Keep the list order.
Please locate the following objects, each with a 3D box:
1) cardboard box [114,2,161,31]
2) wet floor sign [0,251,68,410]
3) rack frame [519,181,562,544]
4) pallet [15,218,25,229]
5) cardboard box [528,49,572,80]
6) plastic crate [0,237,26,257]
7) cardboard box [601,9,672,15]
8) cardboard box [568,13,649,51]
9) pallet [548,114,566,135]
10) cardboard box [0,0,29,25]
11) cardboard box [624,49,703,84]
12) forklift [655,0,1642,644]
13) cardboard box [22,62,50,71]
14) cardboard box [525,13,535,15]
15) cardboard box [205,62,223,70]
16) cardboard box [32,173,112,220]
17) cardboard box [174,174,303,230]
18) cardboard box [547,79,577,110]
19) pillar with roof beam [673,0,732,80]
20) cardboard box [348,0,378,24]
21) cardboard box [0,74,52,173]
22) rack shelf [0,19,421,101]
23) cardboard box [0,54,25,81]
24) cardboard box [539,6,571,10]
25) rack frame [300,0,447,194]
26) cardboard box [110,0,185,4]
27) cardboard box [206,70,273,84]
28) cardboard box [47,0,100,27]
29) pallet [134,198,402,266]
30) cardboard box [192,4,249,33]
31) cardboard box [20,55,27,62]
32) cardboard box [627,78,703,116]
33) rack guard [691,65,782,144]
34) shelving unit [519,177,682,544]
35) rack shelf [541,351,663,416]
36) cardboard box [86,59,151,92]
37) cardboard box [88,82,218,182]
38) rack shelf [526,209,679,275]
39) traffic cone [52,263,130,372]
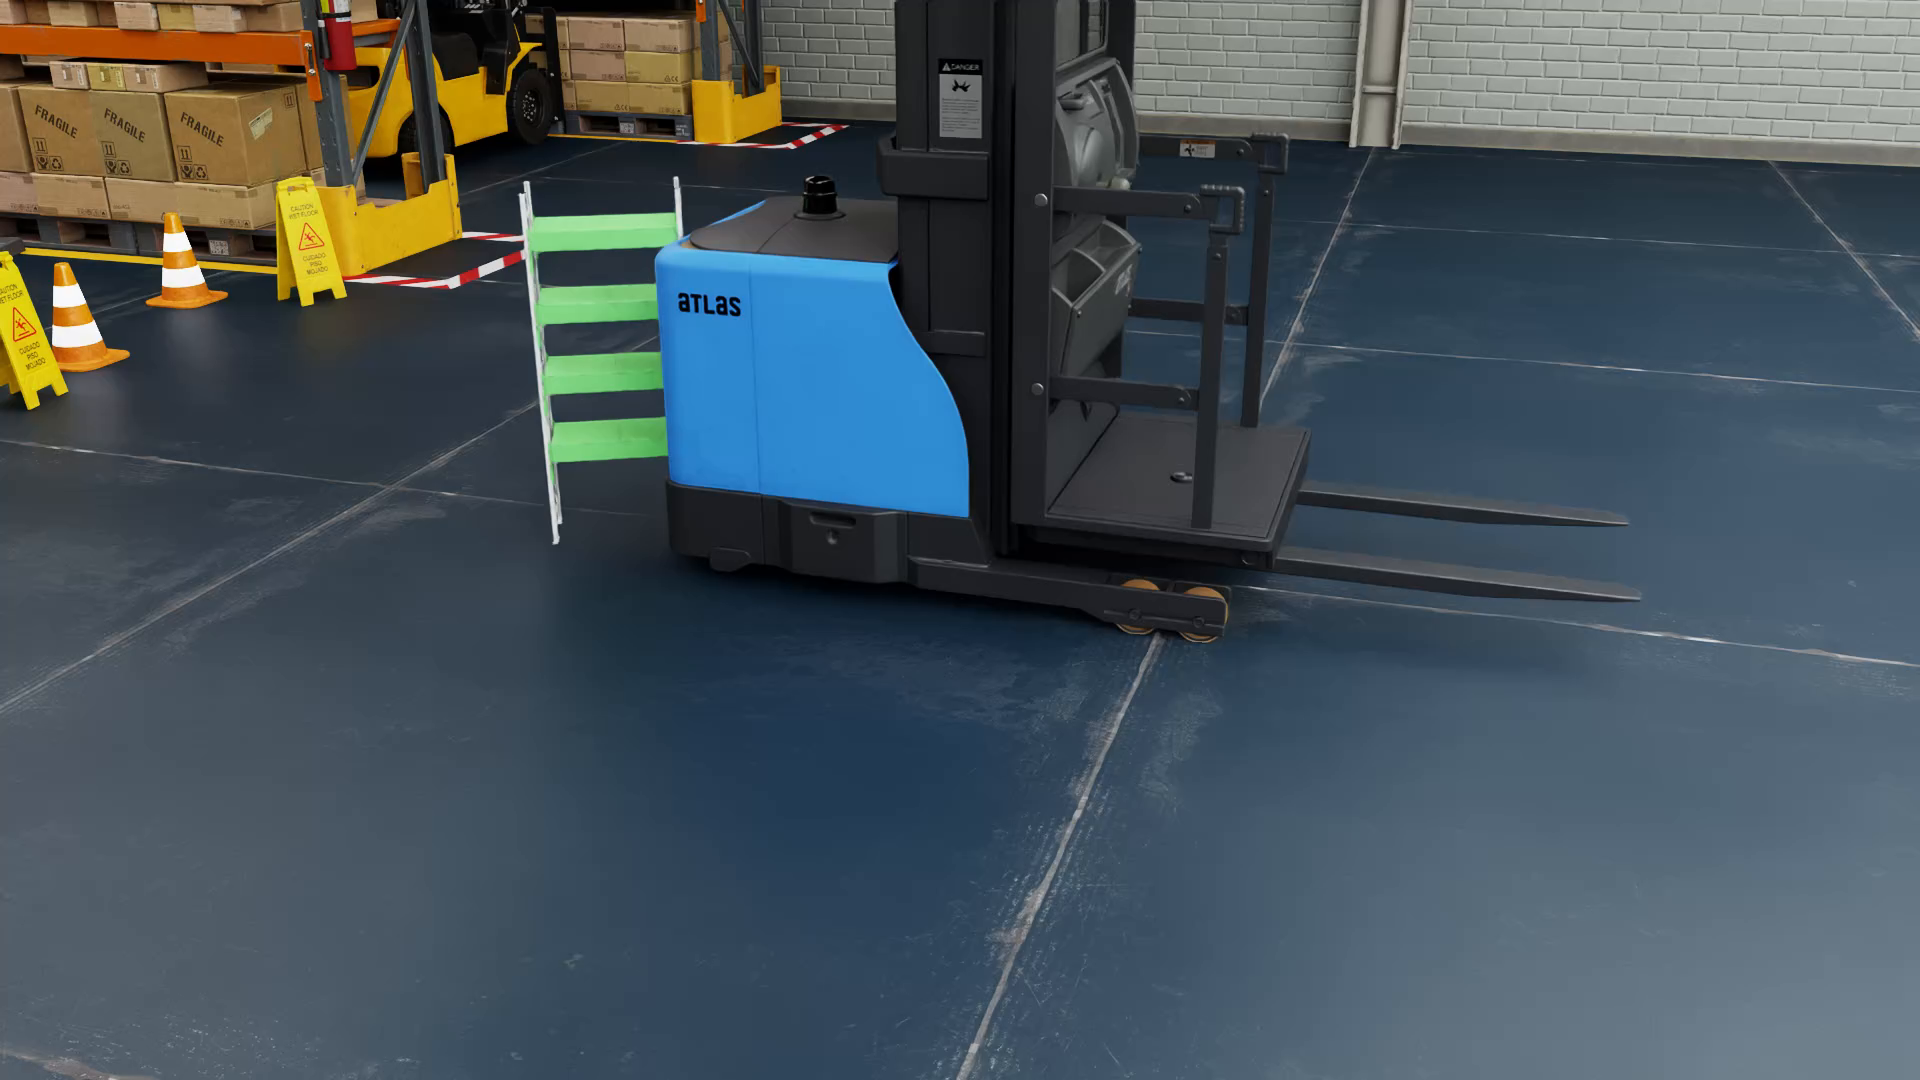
[{"bbox_3d":[-4.539,-2.981,9.415,0.250,0.149,0.380,7,23,16],"label":"cardboard box"},{"bbox_3d":[-4.083,-0.911,7.140,0.232,0.644,0.267,3,22,6],"label":"wet floor sign"},{"bbox_3d":[-1.413,-0.587,5.620,0.015,1.200,0.240,-4,23,-9],"label":"rack frame"},{"bbox_3d":[-6.526,-2.181,10.808,1.213,0.211,1.003,7,23,16],"label":"pallet"},{"bbox_3d":[-3.453,-4.098,14.219,0.500,0.250,0.500,6,23,14],"label":"cardboard box"},{"bbox_3d":[-5.913,-1.711,9.835,0.583,0.080,0.402,-1,22,-3],"label":"plastic crate"},{"bbox_3d":[-2.805,-4.457,14.435,0.500,0.250,0.500,7,23,16],"label":"cardboard box"},{"bbox_3d":[-2.941,-4.273,13.986,0.500,0.250,0.500,7,23,16],"label":"cardboard box"},{"bbox_3d":[-3.828,-3.810,14.780,1.213,0.211,1.003,7,23,15],"label":"pallet"},{"bbox_3d":[-5.499,-3.103,9.714,0.250,0.149,0.380,6,23,15],"label":"cardboard box"},{"bbox_3d":[-2.476,-3.990,13.956,0.500,0.250,0.500,6,23,15],"label":"cardboard box"},{"bbox_3d":[0.608,-1.270,5.005,3.031,2.935,1.130,7,23,16],"label":"forklift"},{"bbox_3d":[-6.048,-2.778,10.672,0.500,0.500,0.500,7,23,16],"label":"cardboard box"},{"bbox_3d":[-3.910,-4.383,14.254,0.500,0.250,0.500,6,23,14],"label":"cardboard box"},{"bbox_3d":[-6.993,-4.572,15.539,0.625,0.625,0.875,6,23,15],"label":"cardboard box"},{"bbox_3d":[-5.198,-2.121,10.058,0.500,0.250,0.500,6,23,14],"label":"cardboard box"},{"bbox_3d":[-4.225,-2.009,9.784,0.500,0.250,0.500,6,23,15],"label":"cardboard box"},{"bbox_3d":[-3.411,-3.872,14.327,0.500,0.250,0.500,7,23,16],"label":"cardboard box"},{"bbox_3d":[-3.570,-6.512,9.788,0.400,9.000,9.100,7,23,16],"label":"pillar with roof beam"},{"bbox_3d":[-3.615,-3.089,9.680,0.250,0.149,0.380,7,23,16],"label":"cardboard box"},{"bbox_3d":[-5.681,-2.526,10.057,0.500,0.500,0.500,8,24,18],"label":"cardboard box"},{"bbox_3d":[-5.265,-2.980,10.029,4.000,0.370,1.077,7,23,16],"label":"rack shelf"},{"bbox_3d":[-5.839,-2.818,9.915,0.250,0.149,0.380,8,24,19],"label":"cardboard box"},{"bbox_3d":[-3.769,-4.574,14.721,0.500,0.250,0.500,6,23,14],"label":"cardboard box"},{"bbox_3d":[-3.350,-3.093,9.358,0.127,3.000,1.000,7,23,16],"label":"rack frame"},{"bbox_3d":[-4.427,-3.293,9.322,0.500,0.500,0.500,7,23,16],"label":"cardboard box"},{"bbox_3d":[-4.567,-2.609,10.260,0.500,0.500,0.500,6,23,14],"label":"cardboard box"},{"bbox_3d":[-5.015,-3.055,9.596,0.250,0.149,0.380,6,23,15],"label":"cardboard box"},{"bbox_3d":[-4.190,-1.913,10.156,1.213,0.211,1.003,7,23,16],"label":"pallet"},{"bbox_3d":[-4.044,-2.928,9.286,0.250,0.149,0.380,6,23,15],"label":"cardboard box"},{"bbox_3d":[-8.986,-4.796,16.086,0.625,0.625,0.875,7,23,17],"label":"cardboard box"},{"bbox_3d":[-2.461,-3.756,14.044,0.500,0.250,0.500,7,23,16],"label":"cardboard box"},{"bbox_3d":[-1.897,-3.738,14.224,0.348,0.500,1.175,7,23,16],"label":"rack guard"},{"bbox_3d":[-1.173,-0.603,5.659,0.503,1.200,0.258,-4,23,-9],"label":"shelving unit"},{"bbox_3d":[-1.173,-0.544,5.683,0.480,0.148,0.258,-4,23,-9],"label":"rack shelf"},{"bbox_3d":[-4.803,-2.700,9.627,0.250,0.149,0.380,7,23,16],"label":"cardboard box"},{"bbox_3d":[-4.693,-2.411,9.778,0.500,0.500,0.500,7,23,17],"label":"cardboard box"},{"bbox_3d":[-1.173,-0.988,5.501,0.480,0.148,0.258,-4,23,-9],"label":"rack shelf"},{"bbox_3d":[-4.129,-1.057,7.738,0.334,0.463,0.336,7,23,16],"label":"traffic cone"}]
